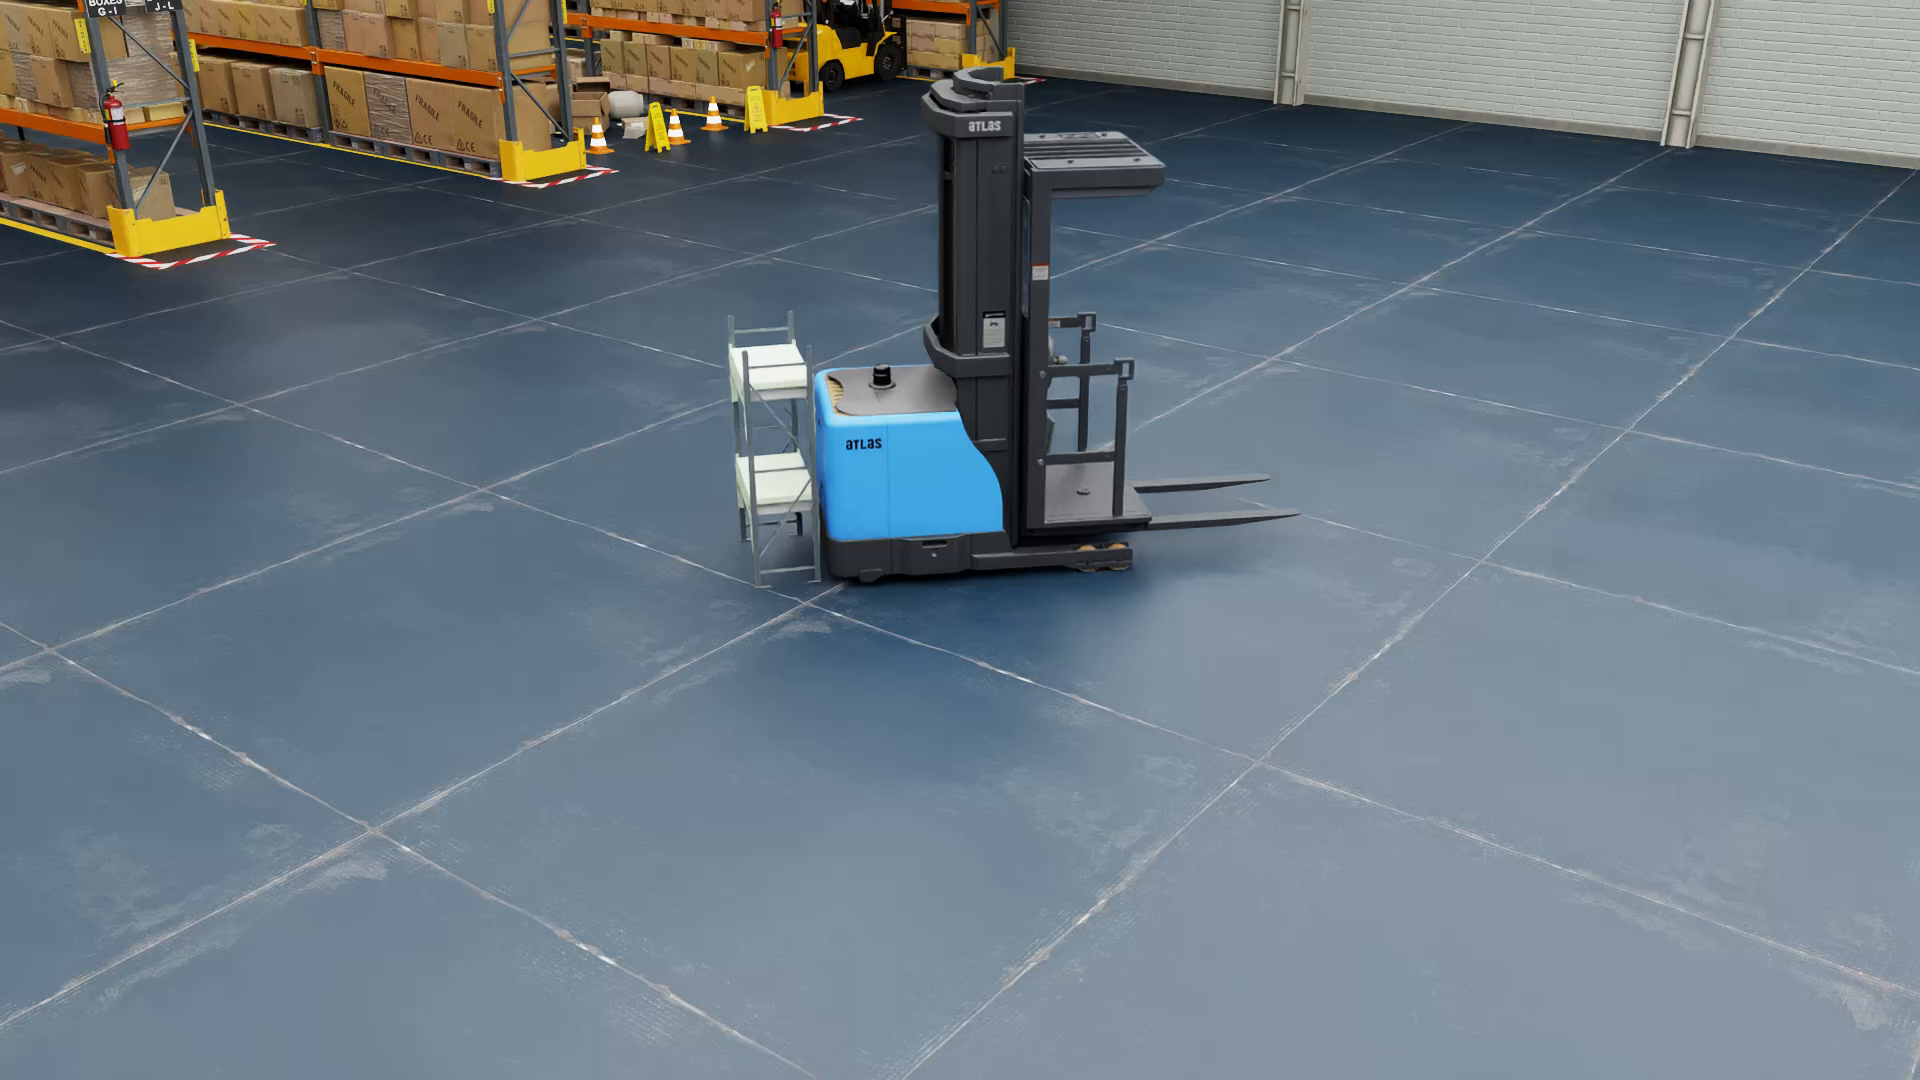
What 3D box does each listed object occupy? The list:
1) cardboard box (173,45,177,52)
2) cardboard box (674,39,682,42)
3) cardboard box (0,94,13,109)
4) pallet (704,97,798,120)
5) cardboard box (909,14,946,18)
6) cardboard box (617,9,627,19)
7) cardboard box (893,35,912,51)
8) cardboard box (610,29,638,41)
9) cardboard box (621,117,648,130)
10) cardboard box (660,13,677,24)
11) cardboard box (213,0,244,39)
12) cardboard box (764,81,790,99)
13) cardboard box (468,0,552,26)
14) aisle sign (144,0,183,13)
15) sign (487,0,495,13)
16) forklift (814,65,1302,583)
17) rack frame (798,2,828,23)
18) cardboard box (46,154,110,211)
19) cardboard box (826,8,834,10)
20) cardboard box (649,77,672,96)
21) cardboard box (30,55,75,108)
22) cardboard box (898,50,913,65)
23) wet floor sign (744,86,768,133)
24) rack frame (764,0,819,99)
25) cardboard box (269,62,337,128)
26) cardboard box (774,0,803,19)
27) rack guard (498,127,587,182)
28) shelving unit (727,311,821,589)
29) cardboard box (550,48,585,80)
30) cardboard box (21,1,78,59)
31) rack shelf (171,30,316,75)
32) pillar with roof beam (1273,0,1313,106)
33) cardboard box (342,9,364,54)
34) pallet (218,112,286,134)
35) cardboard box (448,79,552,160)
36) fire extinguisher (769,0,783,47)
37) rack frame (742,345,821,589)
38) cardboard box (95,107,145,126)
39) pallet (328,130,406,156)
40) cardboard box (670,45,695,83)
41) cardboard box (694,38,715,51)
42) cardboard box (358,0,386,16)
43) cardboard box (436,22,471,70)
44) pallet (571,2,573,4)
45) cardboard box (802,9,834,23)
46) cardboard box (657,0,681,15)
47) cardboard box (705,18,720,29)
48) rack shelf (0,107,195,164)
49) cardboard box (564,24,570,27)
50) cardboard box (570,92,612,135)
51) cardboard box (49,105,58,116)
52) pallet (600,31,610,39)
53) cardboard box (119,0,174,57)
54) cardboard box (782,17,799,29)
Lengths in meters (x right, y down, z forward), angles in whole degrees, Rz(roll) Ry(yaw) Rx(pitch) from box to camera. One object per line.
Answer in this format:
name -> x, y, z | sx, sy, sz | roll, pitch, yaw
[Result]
cardboard box -> -12.492, -7.533, 25.775 | 0.500, 0.250, 0.500 | 16, 28, 32
cardboard box -> -4.247, -7.690, 26.442 | 0.500, 0.500, 0.500 | 19, 30, 36
cardboard box -> -10.442, -4.895, 18.451 | 0.250, 0.149, 0.380 | 17, 29, 33
pallet -> -3.188, -6.698, 25.689 | 1.213, 0.211, 1.003 | 17, 29, 33
cardboard box -> -0.591, -9.163, 29.475 | 0.500, 0.250, 0.500 | 17, 29, 33
cardboard box -> -5.175, -8.321, 26.227 | 0.250, 0.149, 0.380 | 17, 29, 33
cardboard box -> -0.922, -8.772, 29.208 | 0.500, 0.250, 0.500 | 16, 28, 32
cardboard box -> -5.325, -8.009, 26.362 | 0.250, 0.149, 0.380 | 17, 29, 34
cardboard box -> -4.758, -6.108, 24.428 | 0.380, 0.149, 0.250 | -10, 26, -21
cardboard box -> -4.403, -8.056, 25.625 | 0.250, 0.149, 0.380 | 17, 29, 33
cardboard box -> -10.381, -7.545, 24.031 | 0.500, 0.500, 0.500 | 16, 29, 33
cardboard box -> -2.978, -6.966, 25.728 | 0.500, 0.250, 0.500 | 17, 29, 33
cardboard box -> -5.660, -6.791, 20.917 | 0.550, 0.550, 0.875 | 17, 29, 33
aisle sign -> -8.212, -5.822, 17.018 | 0.004, 0.787, 0.394 | 17, 29, 33
sign -> -5.722, -6.592, 20.262 | 0.005, 0.325, 0.100 | 17, 29, 33
forklift -> 0.628, -1.345, 10.168 | 3.031, 2.935, 1.130 | -4, 24, -8
rack frame -> -2.725, -10.317, 30.446 | 0.127, 3.000, 1.000 | 17, 29, 33
cardboard box -> -9.920, -4.046, 18.791 | 0.500, 0.500, 0.500 | 20, 31, 38
cardboard box -> -2.215, -9.652, 30.585 | 0.500, 0.250, 0.500 | 17, 29, 34
cardboard box -> -4.529, -7.166, 26.183 | 0.500, 0.250, 0.500 | 16, 29, 33
cardboard box -> -9.337, -4.956, 17.785 | 0.500, 0.500, 0.875 | 17, 29, 33
cardboard box -> -0.877, -8.543, 29.307 | 0.500, 0.250, 0.500 | 17, 29, 34
wet floor sign -> -2.988, -6.279, 24.200 | 0.267, 0.644, 0.232 | -15, 28, -30
rack frame -> -2.498, -7.747, 24.613 | 0.127, 3.000, 1.000 | 17, 29, 33
cardboard box -> -9.137, -6.377, 23.772 | 0.750, 0.750, 1.050 | 17, 29, 33
cardboard box -> -2.711, -8.133, 24.996 | 0.500, 0.500, 0.500 | 16, 29, 33
rack guard -> -5.367, -4.976, 21.424 | 0.348, 0.500, 1.175 | 17, 29, 33
shelving unit -> -1.133, -0.554, 10.146 | 0.431, 1.500, 0.755 | -6, 24, -12
cardboard box -> -6.697, -8.003, 27.932 | 0.625, 0.372, 0.950 | 19, 30, 36
cardboard box -> -9.433, -5.362, 17.466 | 0.500, 0.500, 0.500 | 17, 29, 33
rack shelf -> -10.187, -7.248, 24.371 | 4.000, 0.370, 1.077 | 17, 29, 33
pillar with roof beam -> 2.679, -9.714, 21.637 | 0.400, 9.000, 9.100 | 17, 29, 33
cardboard box -> -7.831, -6.951, 22.619 | 0.550, 0.550, 0.875 | 17, 29, 33
pallet -> -10.230, -6.274, 24.728 | 1.213, 0.211, 1.003 | 17, 29, 33
cardboard box -> -5.968, -5.488, 21.601 | 0.875, 0.875, 0.875 | 17, 29, 34
fire extinguisher -> -2.683, -7.536, 24.229 | 0.183, 0.674, 0.296 | 17, 29, 33
rack frame -> -1.047, -0.411, 9.820 | 0.400, 1.500, 0.023 | -6, 24, -12
cardboard box -> -8.793, -4.437, 17.413 | 0.250, 0.149, 0.380 | 17, 29, 33
pallet -> -8.025, -5.608, 23.216 | 1.213, 0.211, 1.003 | 17, 29, 33
cardboard box -> -4.115, -7.383, 25.747 | 0.500, 0.500, 0.500 | 16, 28, 32
cardboard box -> -3.829, -7.560, 25.342 | 0.250, 0.149, 0.380 | 17, 29, 34
cardboard box -> -7.453, -7.285, 22.039 | 0.550, 0.550, 0.875 | 17, 29, 33
cardboard box -> -6.163, -6.396, 21.359 | 0.550, 0.550, 0.875 | 17, 29, 33
pallet -> -7.291, -9.129, 27.986 | 1.213, 0.211, 1.003 | 17, 29, 33
cardboard box -> -2.526, -9.490, 30.218 | 0.500, 0.250, 0.500 | 16, 29, 33
cardboard box -> -4.288, -8.345, 25.477 | 0.500, 0.500, 0.500 | 17, 29, 34
cardboard box -> -3.611, -7.801, 25.046 | 0.250, 0.149, 0.380 | 17, 29, 34
rack shelf -> -10.042, -4.704, 18.599 | 4.000, 0.370, 1.077 | 17, 29, 33
cardboard box -> -8.045, -10.863, 34.263 | 0.500, 0.500, 0.500 | 16, 28, 32
cardboard box -> -5.422, -6.213, 24.227 | 0.637, 0.503, 0.797 | -1, 24, -3
cardboard box -> -9.590, -4.681, 17.966 | 0.250, 0.149, 0.380 | 17, 29, 33
pallet -> -6.500, -10.201, 33.641 | 1.213, 0.211, 1.003 | 17, 29, 33
cardboard box -> -8.718, -5.410, 17.576 | 0.500, 0.500, 0.500 | 17, 29, 33
cardboard box -> -2.646, -7.781, 25.002 | 0.250, 0.149, 0.380 | 17, 29, 33
